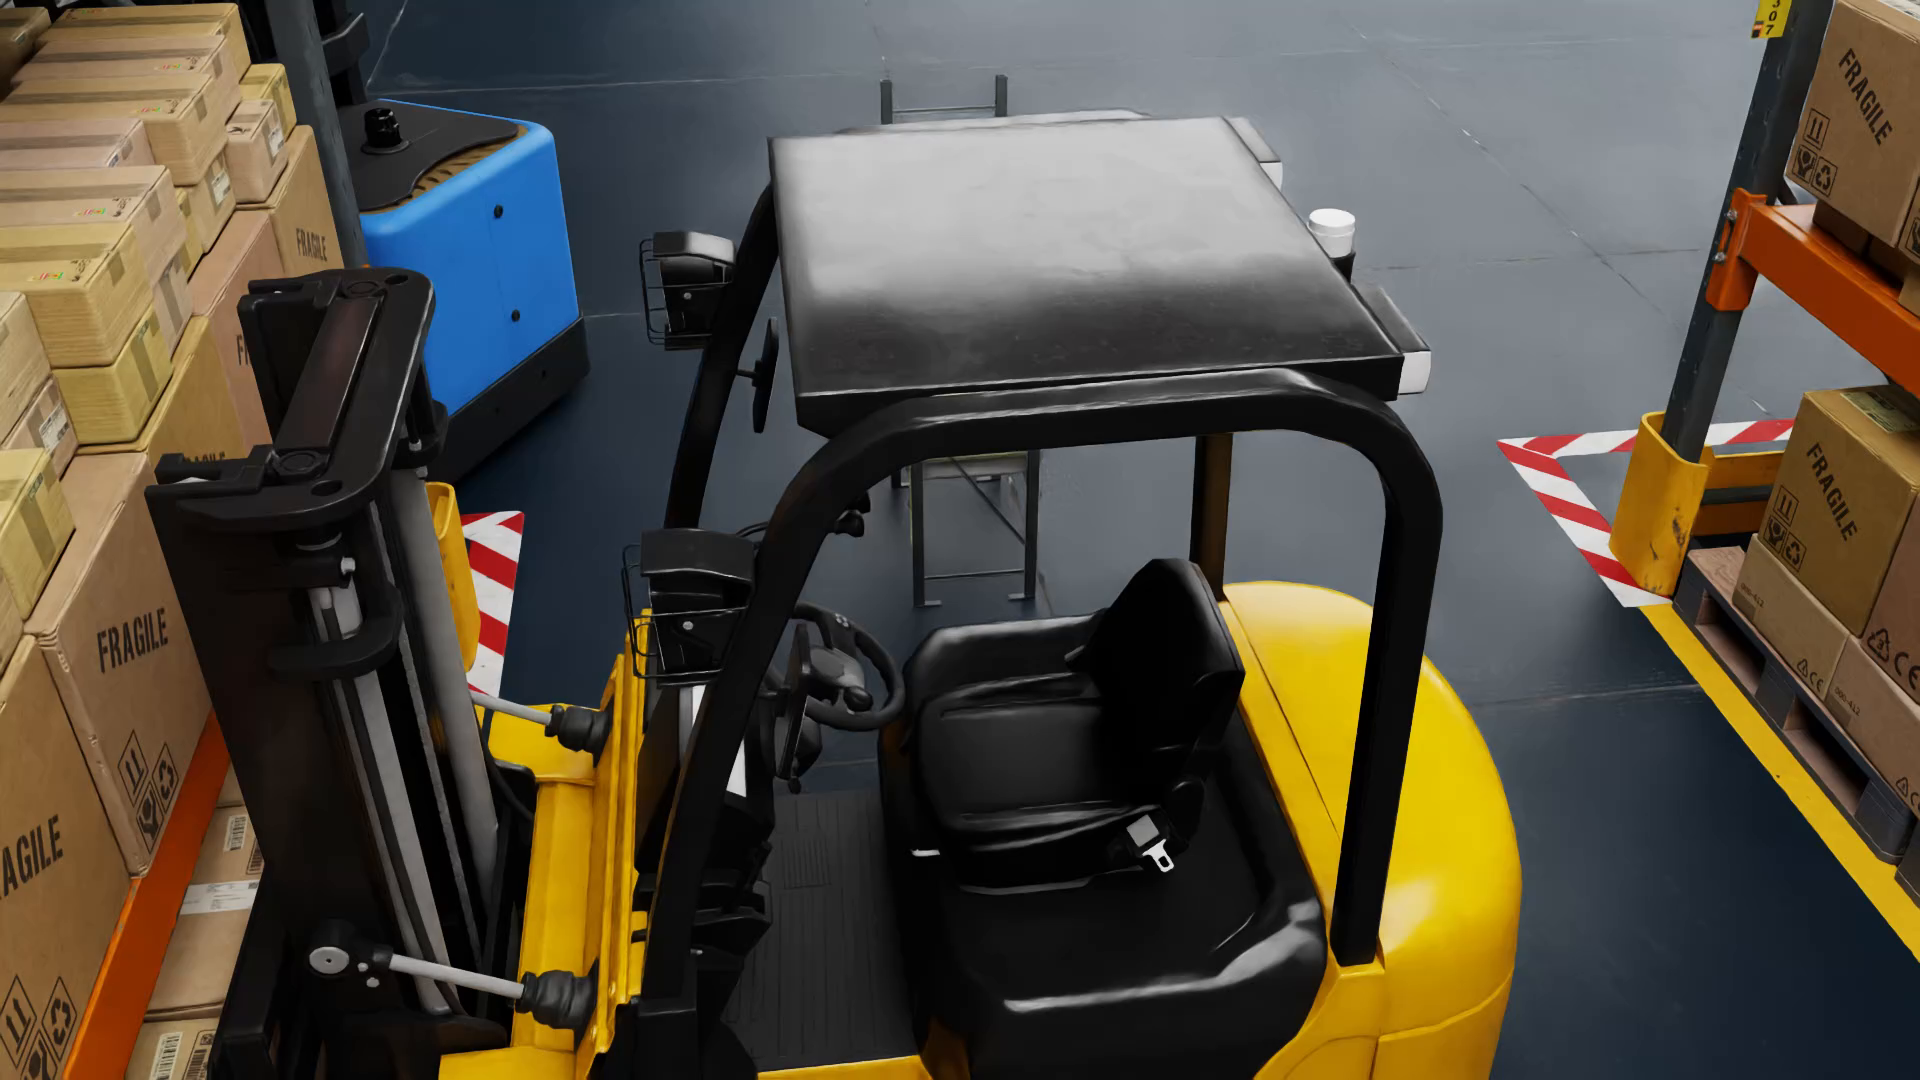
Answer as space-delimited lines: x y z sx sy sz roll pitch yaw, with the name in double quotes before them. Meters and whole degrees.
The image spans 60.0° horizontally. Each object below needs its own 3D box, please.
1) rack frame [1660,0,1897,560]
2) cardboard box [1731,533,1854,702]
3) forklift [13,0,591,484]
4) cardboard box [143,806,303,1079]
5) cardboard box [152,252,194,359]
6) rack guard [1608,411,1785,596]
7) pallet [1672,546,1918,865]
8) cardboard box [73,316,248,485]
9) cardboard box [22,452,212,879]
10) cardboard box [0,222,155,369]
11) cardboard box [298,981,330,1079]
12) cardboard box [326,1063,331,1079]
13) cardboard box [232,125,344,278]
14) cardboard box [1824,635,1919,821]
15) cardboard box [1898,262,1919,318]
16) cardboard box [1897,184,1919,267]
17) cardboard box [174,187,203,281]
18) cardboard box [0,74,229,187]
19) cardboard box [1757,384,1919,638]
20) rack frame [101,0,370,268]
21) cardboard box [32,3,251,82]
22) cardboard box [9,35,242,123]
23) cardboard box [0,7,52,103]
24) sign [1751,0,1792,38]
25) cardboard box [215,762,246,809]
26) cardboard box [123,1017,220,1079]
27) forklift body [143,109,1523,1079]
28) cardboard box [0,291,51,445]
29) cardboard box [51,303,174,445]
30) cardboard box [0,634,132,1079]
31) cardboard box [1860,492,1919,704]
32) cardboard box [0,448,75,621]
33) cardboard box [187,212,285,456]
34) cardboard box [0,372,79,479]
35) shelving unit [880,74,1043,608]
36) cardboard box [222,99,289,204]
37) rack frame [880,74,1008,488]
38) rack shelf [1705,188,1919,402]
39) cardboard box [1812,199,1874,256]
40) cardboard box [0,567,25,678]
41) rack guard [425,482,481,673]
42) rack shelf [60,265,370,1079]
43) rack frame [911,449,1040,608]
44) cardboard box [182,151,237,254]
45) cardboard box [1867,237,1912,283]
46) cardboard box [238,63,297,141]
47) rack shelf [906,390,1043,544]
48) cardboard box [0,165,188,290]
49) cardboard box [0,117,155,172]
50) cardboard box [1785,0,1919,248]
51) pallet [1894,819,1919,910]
"rack frame" 2.812 -1.234 4.897 1.000 3.000 0.127 -4 35 -6
"cardboard box" 2.646 0.200 4.862 0.500 0.250 0.500 -5 35 -7
"forklift" -3.037 -1.906 5.944 3.031 2.935 1.130 13 36 18
"cardboard box" -1.522 0.776 3.129 0.500 0.250 0.500 -5 35 -7
"cardboard box" -1.639 -0.419 3.036 0.380 0.149 0.250 -5 35 -8
"rack guard" 2.822 -0.159 5.539 1.175 0.500 0.348 -4 35 -6
"pallet" 2.896 0.417 4.951 1.003 0.211 1.213 -4 35 -6
"cardboard box" -1.650 -0.066 3.095 0.500 0.500 0.500 -5 35 -7
"cardboard box" -1.571 0.213 2.685 0.500 0.500 0.500 -4 34 -6
"cardboard box" -1.578 -0.400 2.744 0.380 0.149 0.250 -4 34 -5
"cardboard box" -1.520 0.995 3.251 0.500 0.250 0.500 -4 35 -7
"cardboard box" -1.522 1.191 3.407 0.500 0.250 0.500 -3 34 -5
"cardboard box" -1.780 -0.643 3.940 0.500 0.500 0.500 -5 35 -7
"cardboard box" 2.708 0.485 4.443 0.500 0.250 0.500 -3 34 -5
"cardboard box" 2.656 -0.631 4.235 0.380 0.149 0.250 -5 35 -8
"cardboard box" 2.674 -0.824 3.943 0.500 0.500 0.500 -3 34 -5
"cardboard box" -1.722 -0.564 3.249 0.380 0.149 0.250 -5 35 -7
"cardboard box" -1.723 -0.825 3.368 0.380 0.149 0.250 -4 34 -5
"cardboard box" 2.650 -0.097 4.631 0.500 0.500 0.500 -5 35 -8
"rack frame" -2.106 -0.856 4.342 1.000 3.000 0.127 -4 35 -6
"cardboard box" -1.849 -1.104 3.778 0.380 0.149 0.250 -4 35 -6
"cardboard box" -1.785 -0.969 3.579 0.380 0.149 0.250 -4 35 -6
"cardboard box" -2.273 -1.085 3.749 0.380 0.149 0.250 -5 35 -7
"sign" 2.274 -1.551 4.593 0.100 0.325 0.005 -4 35 -6
"cardboard box" -1.583 0.492 3.545 0.500 0.250 0.500 -4 34 -6
"cardboard box" -1.459 1.069 2.698 0.500 0.250 0.500 -3 34 -5
"forklift body" -0.043 0.415 3.231 2.313 2.155 1.214 -4 35 -6
"cardboard box" -1.637 -0.249 2.523 0.380 0.149 0.250 -4 34 -6
"cardboard box" -1.585 -0.279 2.831 0.380 0.149 0.250 -4 34 -6
"cardboard box" -1.525 0.496 2.270 0.500 0.500 0.500 -5 35 -7
"cardboard box" 2.725 0.195 4.204 0.500 0.500 0.500 -6 35 -8
"cardboard box" -1.539 0.005 2.415 0.380 0.149 0.250 -5 35 -7
"cardboard box" -1.719 -0.352 3.515 0.500 0.500 0.500 -3 34 -5
"cardboard box" -1.641 -0.133 2.617 0.380 0.149 0.250 -5 35 -7
"shelving unit" -0.001 -0.623 5.333 0.431 1.500 0.755 -4 35 -6
"cardboard box" -1.718 -0.853 3.673 0.380 0.149 0.250 -4 34 -6
"rack frame" -0.050 -0.828 5.633 0.400 1.500 0.023 -4 35 -6
"rack shelf" 3.081 0.179 3.462 1.077 0.370 4.000 -4 35 -6
"cardboard box" 2.653 -0.925 4.667 0.380 0.149 0.250 -4 35 -6
"cardboard box" -1.494 0.153 2.198 0.380 0.149 0.250 -5 35 -8
"rack guard" -2.109 0.164 5.066 1.175 0.500 0.348 -4 35 -6
"rack shelf" -1.837 0.557 2.907 1.077 0.370 4.000 -4 35 -6
"rack frame" 0.048 -0.419 5.033 0.400 1.500 0.023 -4 35 -6
"cardboard box" -1.744 -0.703 3.454 0.380 0.149 0.250 -4 34 -5
"cardboard box" 2.701 -0.785 4.461 0.380 0.149 0.250 -4 34 -6
"cardboard box" -1.782 -0.993 3.879 0.380 0.149 0.250 -4 34 -6
"rack shelf" -0.001 -0.354 5.517 0.431 0.370 0.720 -4 35 -6
"cardboard box" -1.618 -0.544 2.955 0.380 0.149 0.250 -4 34 -5
"cardboard box" -1.763 -0.681 3.156 0.380 0.149 0.250 -4 34 -6
"cardboard box" 2.601 -1.113 4.366 0.500 0.500 0.500 -5 35 -7
"pallet" 3.057 1.096 3.954 1.003 0.211 1.213 -4 35 -6
